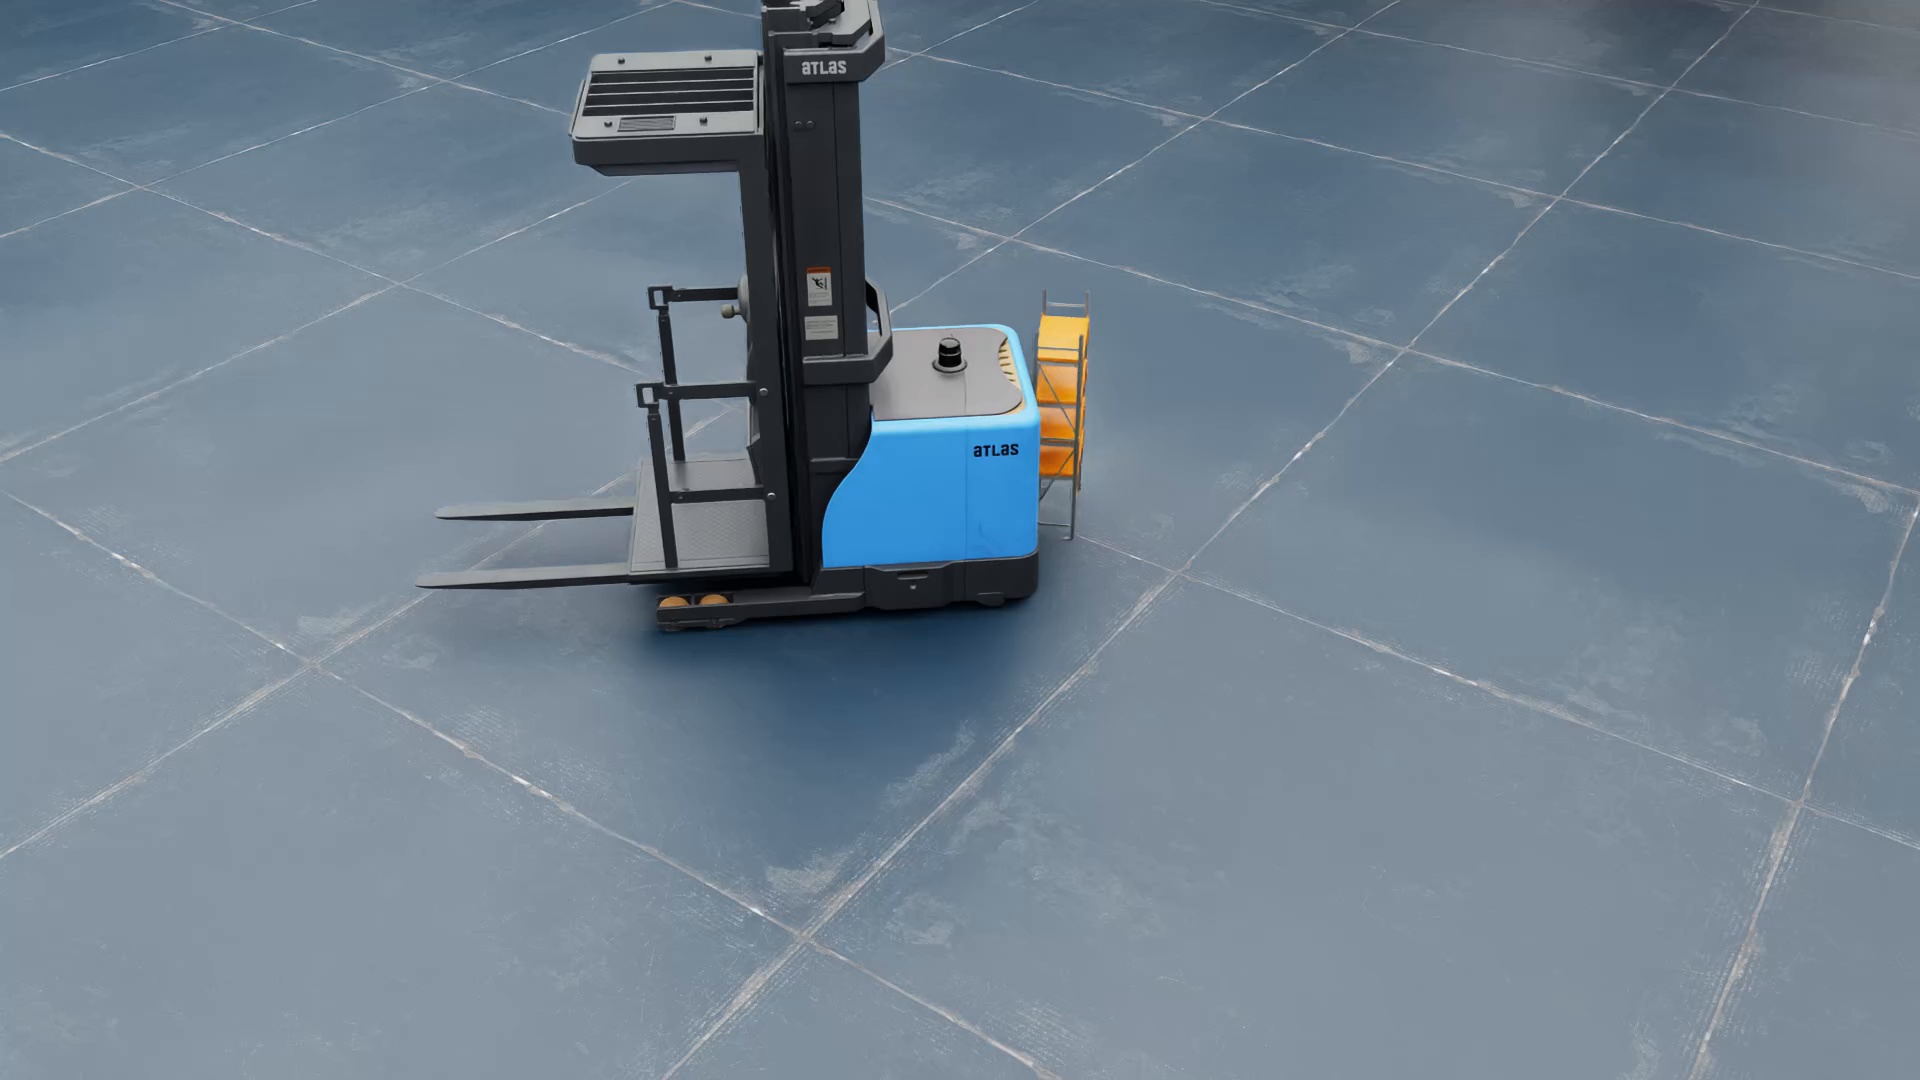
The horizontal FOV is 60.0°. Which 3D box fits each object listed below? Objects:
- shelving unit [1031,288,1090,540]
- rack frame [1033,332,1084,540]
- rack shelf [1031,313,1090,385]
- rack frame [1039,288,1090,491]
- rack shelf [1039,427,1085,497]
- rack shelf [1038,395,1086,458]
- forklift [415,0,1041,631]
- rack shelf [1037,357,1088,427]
[{"bbox_3d":[0.512,-0.643,8.630,0.258,1.200,0.503,4,34,6],"label":"shelving unit"},{"bbox_3d":[0.481,-0.507,8.429,0.240,1.200,0.015,4,34,6],"label":"rack frame"},{"bbox_3d":[0.512,-0.969,8.410,0.258,0.148,0.480,4,34,6],"label":"rack shelf"},{"bbox_3d":[0.543,-0.779,8.830,0.240,1.200,0.015,4,34,6],"label":"rack frame"},{"bbox_3d":[0.512,-0.423,8.779,0.258,0.148,0.480,4,34,6],"label":"rack shelf"},{"bbox_3d":[0.512,-0.587,8.668,0.258,0.148,0.480,4,34,6],"label":"rack shelf"},{"bbox_3d":[-1.160,-1.082,7.734,3.031,2.935,1.130,-3,34,-5],"label":"forklift"},{"bbox_3d":[0.512,-0.773,8.542,0.258,0.148,0.480,4,34,6],"label":"rack shelf"}]
